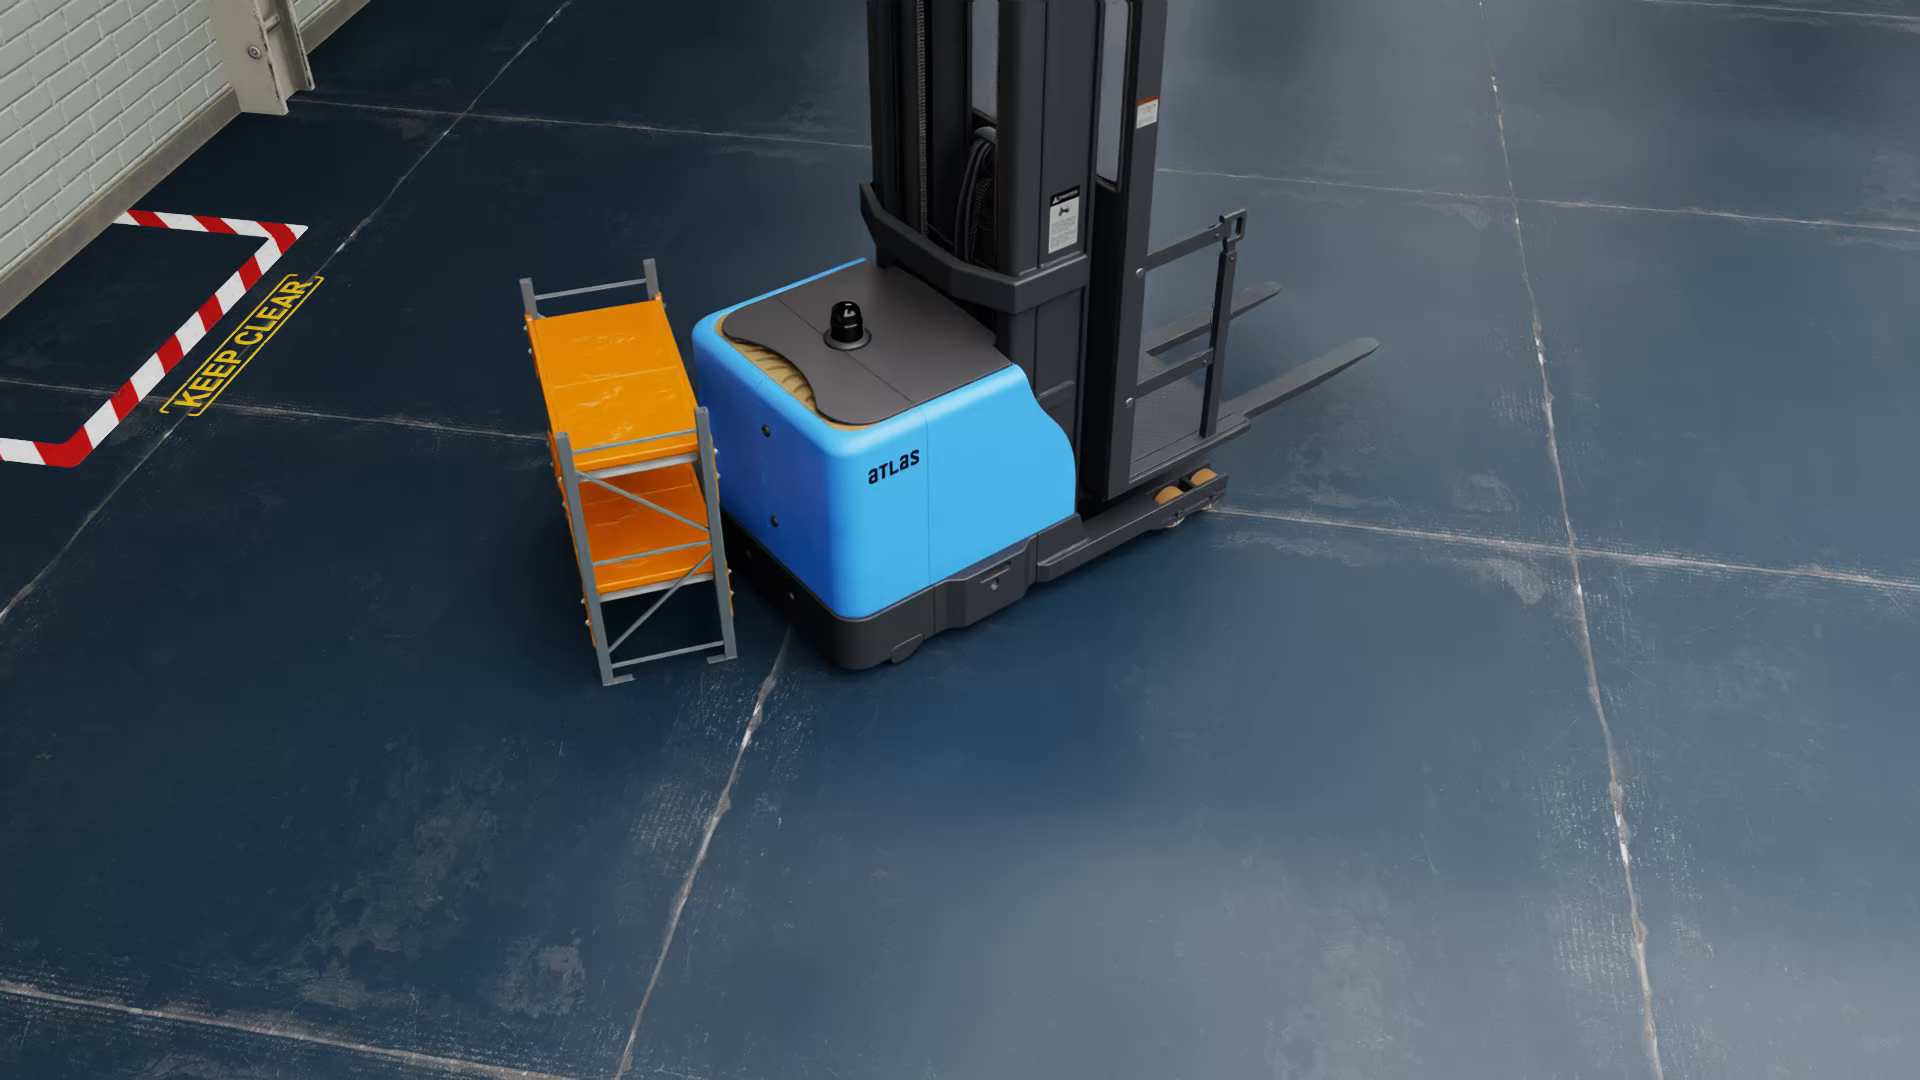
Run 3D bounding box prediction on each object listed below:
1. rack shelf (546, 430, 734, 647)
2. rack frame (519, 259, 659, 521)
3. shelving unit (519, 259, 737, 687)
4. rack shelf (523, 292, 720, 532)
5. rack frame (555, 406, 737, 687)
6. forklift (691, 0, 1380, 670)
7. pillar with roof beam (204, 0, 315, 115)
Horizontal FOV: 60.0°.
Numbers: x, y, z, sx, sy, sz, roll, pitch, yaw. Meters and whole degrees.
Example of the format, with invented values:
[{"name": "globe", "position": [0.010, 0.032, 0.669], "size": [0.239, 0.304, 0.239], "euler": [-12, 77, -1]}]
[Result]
[{"name": "rack shelf", "position": [-1.231, -0.073, 6.339], "size": [0.538, 0.278, 1.000], "euler": [-12, 41, -14]}, {"name": "rack frame", "position": [-1.388, -0.569, 6.556], "size": [0.500, 1.125, 0.032], "euler": [-12, 41, -14]}, {"name": "shelving unit", "position": [-1.232, -0.261, 6.183], "size": [0.538, 1.125, 1.048], "euler": [-12, 41, -14]}, {"name": "rack shelf", "position": [-1.232, -0.487, 5.996], "size": [0.538, 0.278, 1.000], "euler": [-12, 41, -14]}, {"name": "rack frame", "position": [-1.075, 0.047, 5.810], "size": [0.500, 1.125, 0.032], "euler": [-12, 41, -14]}, {"name": "forklift", "position": [0.487, -1.425, 6.173], "size": [3.031, 2.935, 1.130], "euler": [-26, 46, -28]}, {"name": "pillar with roof beam", "position": [0.153, -5.631, 6.498], "size": [9.100, 9.000, 0.400], "euler": [6, 40, 8]}]
